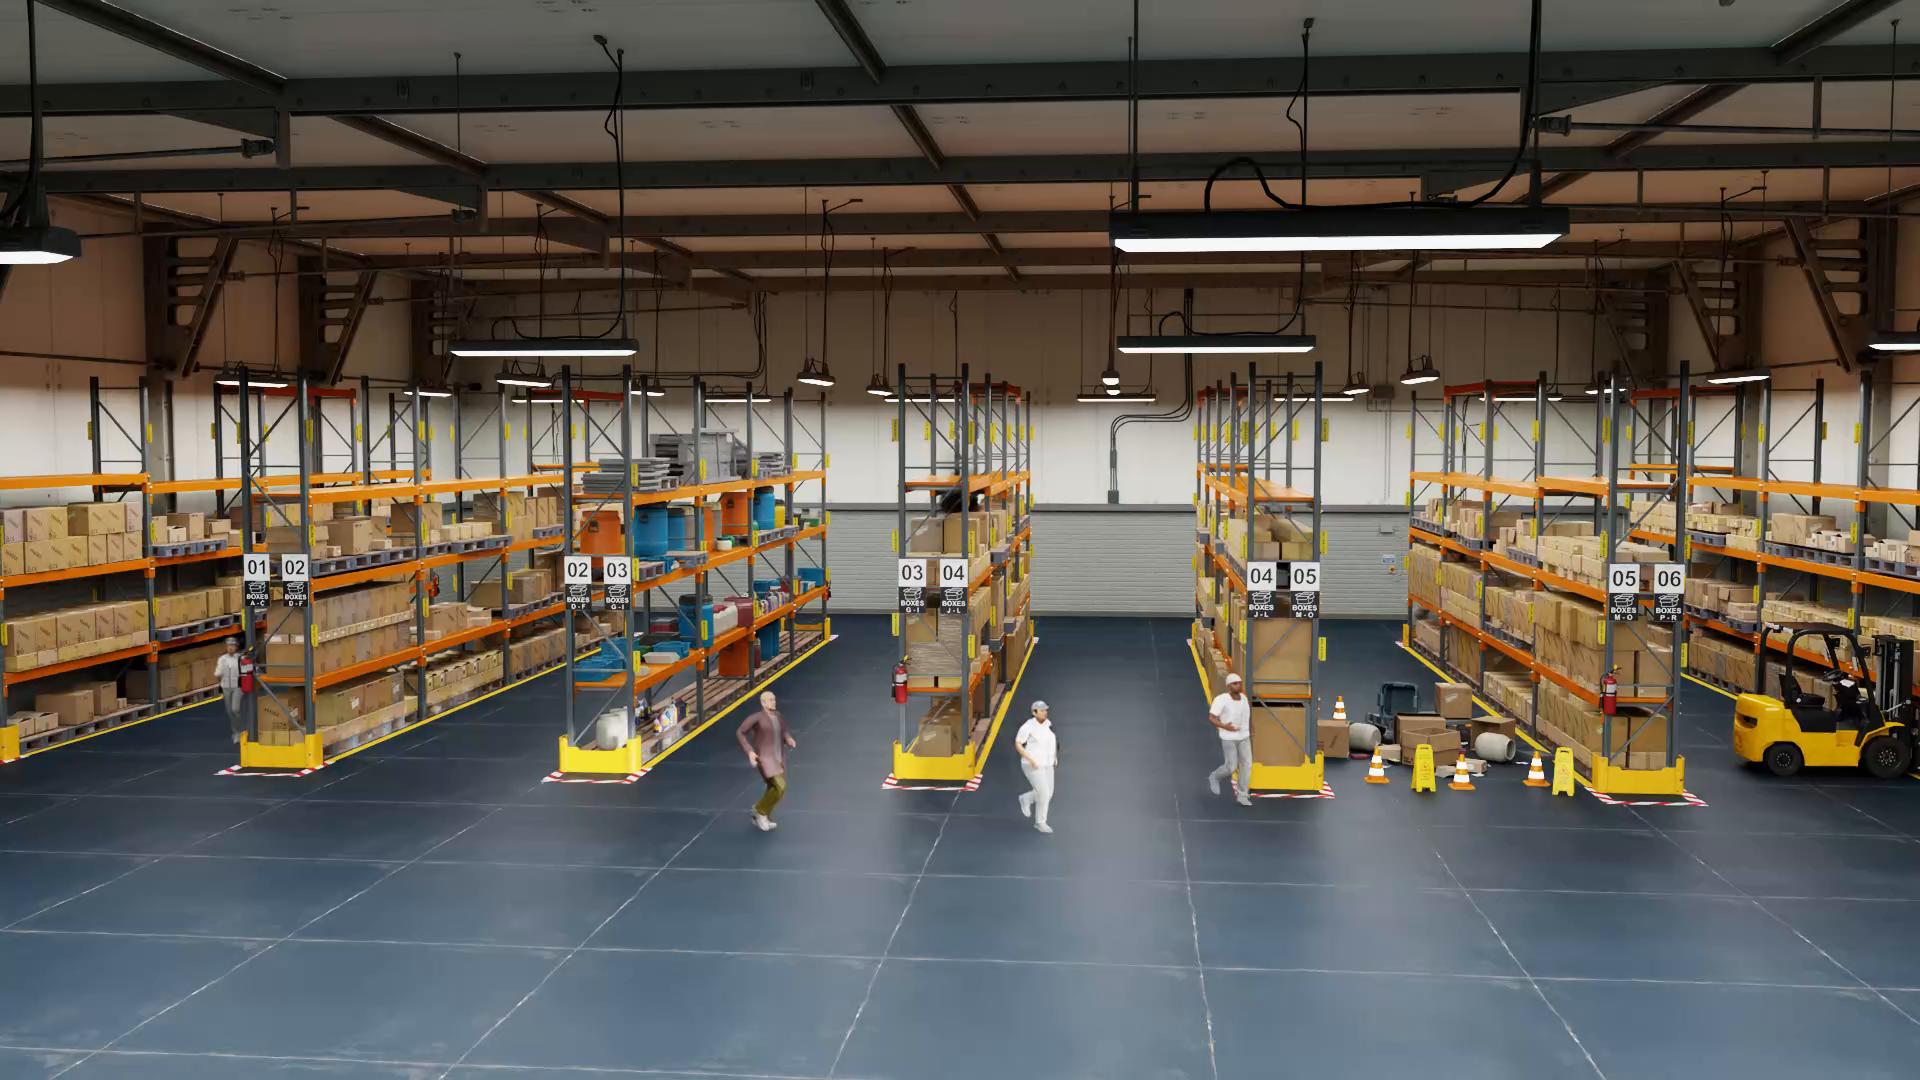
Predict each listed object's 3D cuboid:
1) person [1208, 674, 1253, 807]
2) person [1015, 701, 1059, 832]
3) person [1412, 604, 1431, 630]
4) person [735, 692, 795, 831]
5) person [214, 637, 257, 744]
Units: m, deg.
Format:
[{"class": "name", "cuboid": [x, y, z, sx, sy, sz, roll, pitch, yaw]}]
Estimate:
[{"class": "person", "cuboid": [3.694, 2.686, 22.519, 0.713, 1.761, 0.792, -2, 4, -27]}, {"class": "person", "cuboid": [0.948, 2.845, 21.116, 0.627, 1.638, 0.675, -4, 5, -44]}, {"class": "person", "cuboid": [11.208, 1.604, 40.355, 0.704, 1.676, 0.606, 3, 5, 43]}, {"class": "person", "cuboid": [-2.365, 2.779, 20.878, 0.705, 1.746, 0.695, 2, 4, 33]}, {"class": "person", "cuboid": [-11.771, 2.432, 26.945, 0.592, 1.736, 0.683, 0, 4, -3]}]
